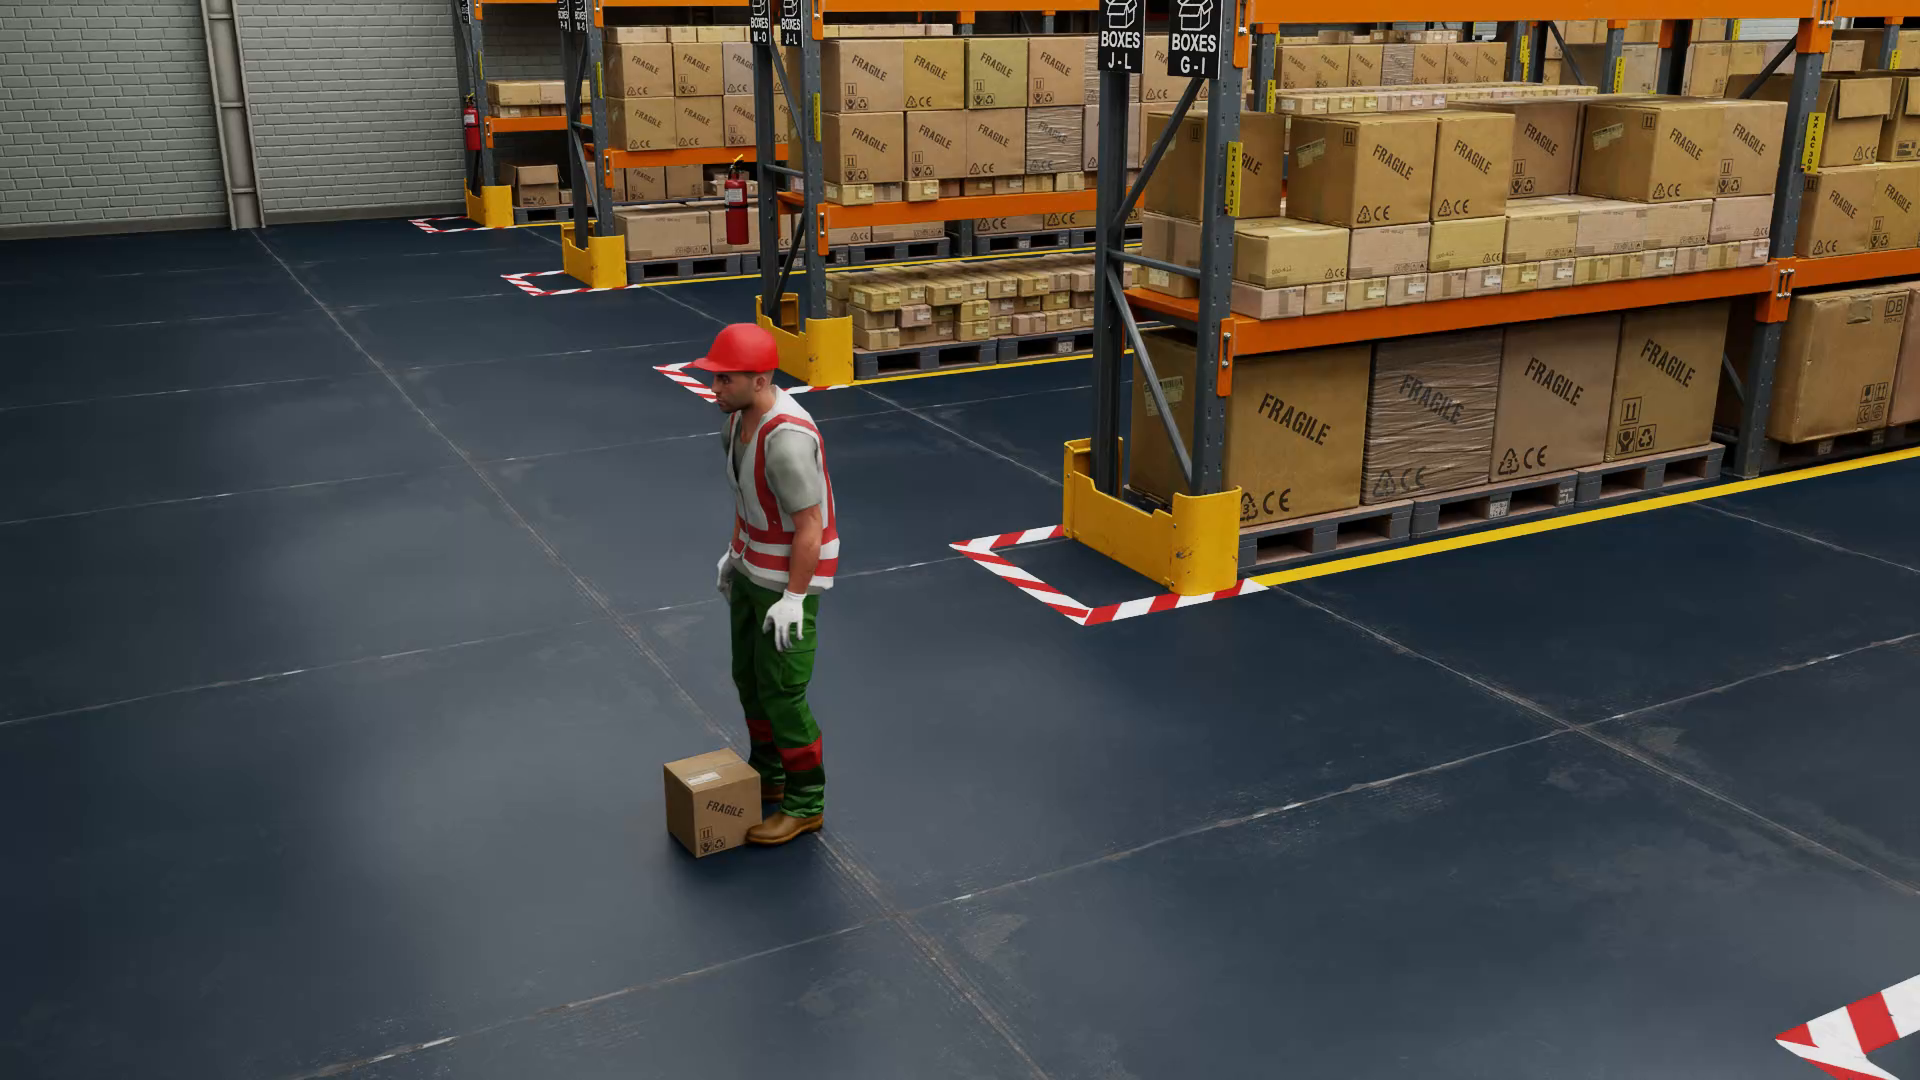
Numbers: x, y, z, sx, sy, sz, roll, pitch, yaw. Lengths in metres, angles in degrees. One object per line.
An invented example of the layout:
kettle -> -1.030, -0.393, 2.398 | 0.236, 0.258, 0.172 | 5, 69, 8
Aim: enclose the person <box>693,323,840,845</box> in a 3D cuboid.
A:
person -> -0.651, 0.143, 5.600 | 0.448, 1.780, 0.610 | -9, 20, -26
